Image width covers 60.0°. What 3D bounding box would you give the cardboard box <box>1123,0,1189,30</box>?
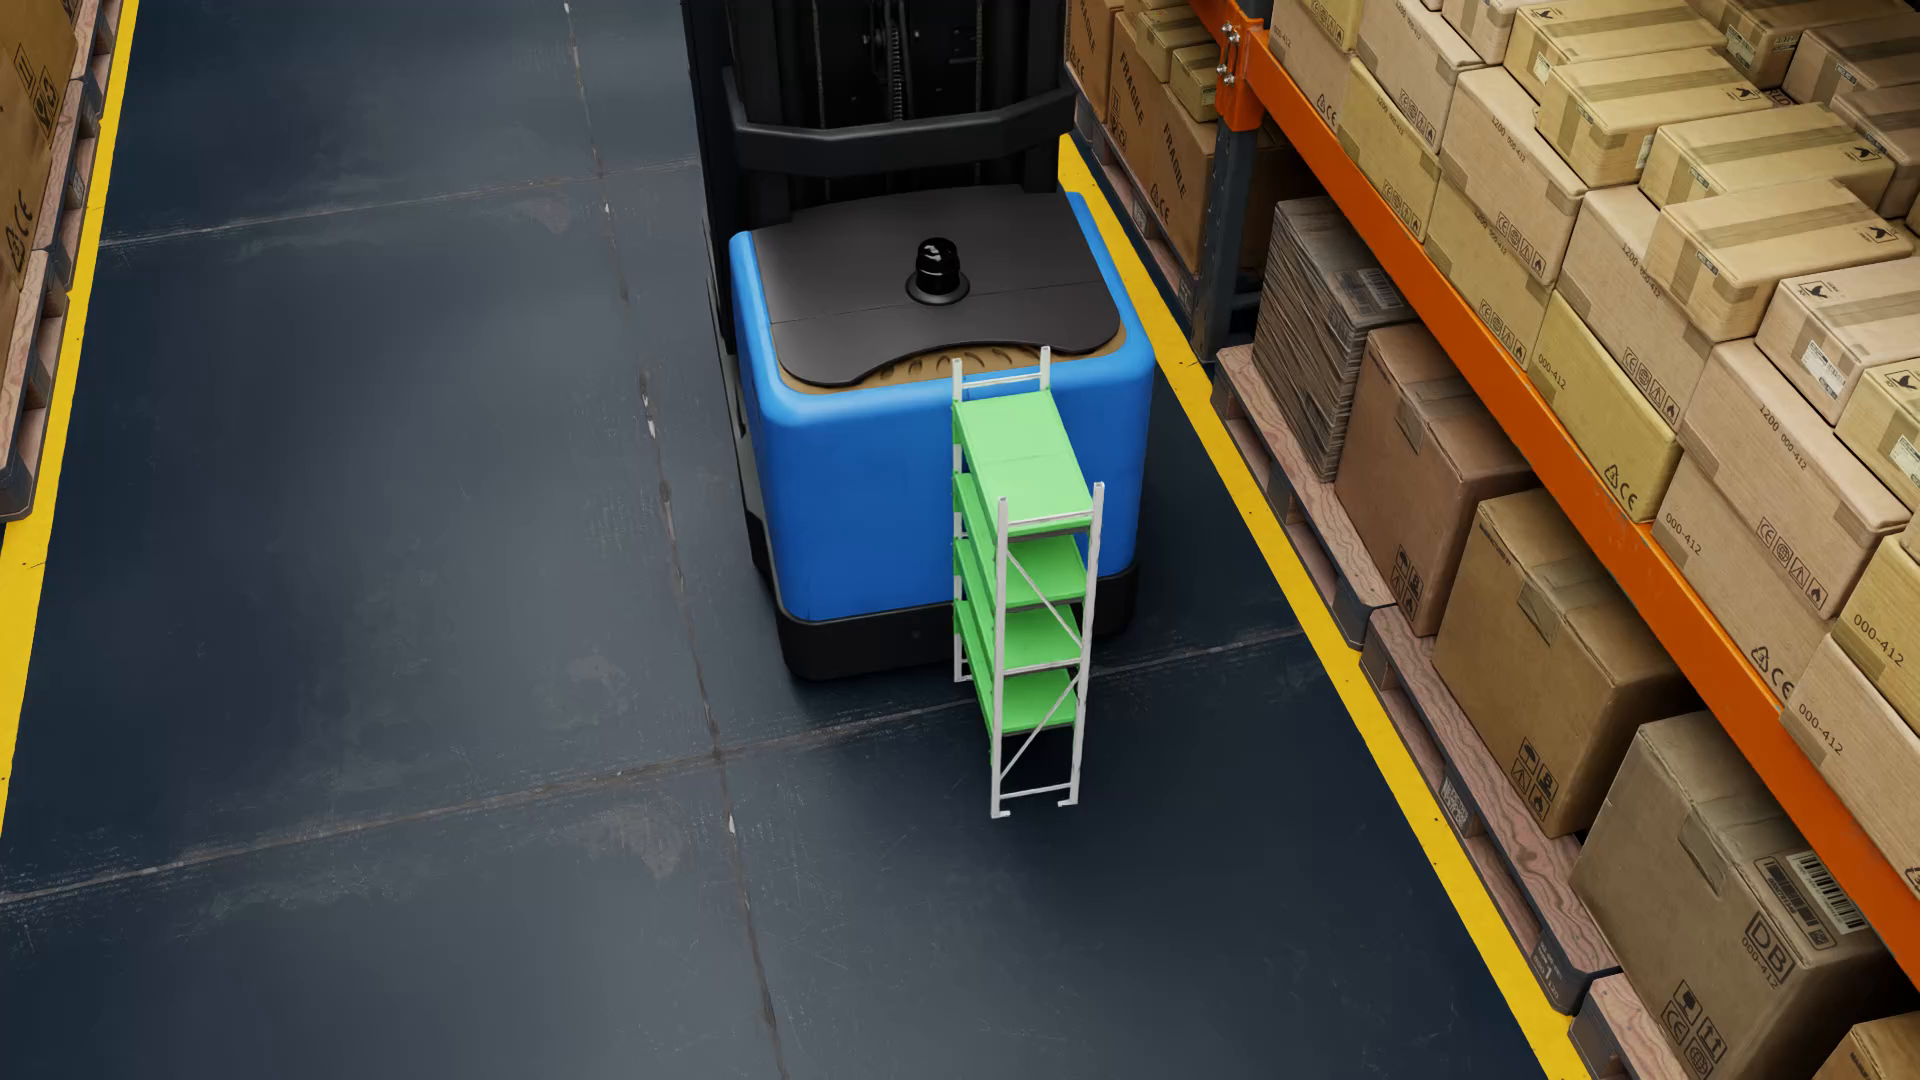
[{"bbox_3d":[0.822,-1.960,6.073,0.380,0.149,0.250,-12,47,-12],"label":"cardboard box"}]

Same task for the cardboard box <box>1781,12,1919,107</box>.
[{"bbox_3d":[2.045,-1.010,3.615,0.380,0.149,0.250,-11,47,-11],"label":"cardboard box"}]

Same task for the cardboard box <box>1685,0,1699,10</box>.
[{"bbox_3d":[1.909,-1.362,3.960,0.380,0.149,0.250,-12,47,-11],"label":"cardboard box"}]

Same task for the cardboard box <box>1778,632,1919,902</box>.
[{"bbox_3d":[1.826,0.374,2.888,0.500,0.250,0.500,-11,47,-11],"label":"cardboard box"}]

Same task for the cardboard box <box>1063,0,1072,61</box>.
[{"bbox_3d":[0.596,-2.382,6.941,0.500,0.500,0.500,-12,47,-12],"label":"cardboard box"}]

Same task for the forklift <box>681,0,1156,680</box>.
[{"bbox_3d":[-0.290,-1.696,4.859,1.130,2.935,3.031,-9,46,-8],"label":"forklift"}]

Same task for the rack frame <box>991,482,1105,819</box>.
[{"bbox_3d":[0.202,0.314,4.103,0.240,1.200,0.015,-9,46,-8],"label":"rack frame"}]

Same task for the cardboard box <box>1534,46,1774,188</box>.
[{"bbox_3d":[1.455,-0.893,3.501,0.380,0.149,0.250,-10,46,-9],"label":"cardboard box"}]

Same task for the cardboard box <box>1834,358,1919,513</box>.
[{"bbox_3d":[1.742,-0.193,2.815,0.380,0.149,0.250,-12,47,-11],"label":"cardboard box"}]

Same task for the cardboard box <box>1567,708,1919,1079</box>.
[{"bbox_3d":[2.006,0.756,3.777,0.875,0.625,0.625,-11,47,-11],"label":"cardboard box"}]

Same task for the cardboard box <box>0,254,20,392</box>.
[{"bbox_3d":[-3.576,-0.779,5.107,0.875,0.875,0.875,-11,47,-11],"label":"cardboard box"}]

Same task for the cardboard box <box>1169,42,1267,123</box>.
[{"bbox_3d":[0.946,-1.588,5.708,0.380,0.149,0.250,-13,47,-12],"label":"cardboard box"}]

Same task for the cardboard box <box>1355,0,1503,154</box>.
[{"bbox_3d":[1.322,-1.220,4.100,0.500,0.250,0.500,-9,46,-9],"label":"cardboard box"}]

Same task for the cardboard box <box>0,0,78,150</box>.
[{"bbox_3d":[-4.029,-2.013,6.316,0.875,0.875,0.875,-9,46,-9],"label":"cardboard box"}]

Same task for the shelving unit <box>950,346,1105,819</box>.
[{"bbox_3d":[0.151,0.143,4.270,0.258,1.200,0.503,-9,46,-8],"label":"shelving unit"}]

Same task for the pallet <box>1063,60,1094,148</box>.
[{"bbox_3d":[0.854,-2.181,7.240,1.003,0.211,1.213,-11,47,-10],"label":"pallet"}]

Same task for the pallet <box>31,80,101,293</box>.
[{"bbox_3d":[-3.917,-1.307,6.383,1.003,0.211,1.213,-11,47,-10],"label":"pallet"}]

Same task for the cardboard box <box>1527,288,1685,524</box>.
[{"bbox_3d":[1.589,-0.330,3.578,0.500,0.250,0.500,-9,46,-9],"label":"cardboard box"}]

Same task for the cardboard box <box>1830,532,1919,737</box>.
[{"bbox_3d":[1.830,0.199,2.710,0.500,0.250,0.500,-12,47,-11],"label":"cardboard box"}]

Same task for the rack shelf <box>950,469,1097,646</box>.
[{"bbox_3d":[0.151,0.020,4.144,0.258,0.148,0.480,-9,46,-8],"label":"rack shelf"}]

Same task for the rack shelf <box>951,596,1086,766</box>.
[{"bbox_3d":[0.151,0.356,4.487,0.258,0.148,0.480,-9,46,-8],"label":"rack shelf"}]

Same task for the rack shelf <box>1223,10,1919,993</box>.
[{"bbox_3d":[1.830,-0.161,3.812,1.077,0.370,4.000,-11,47,-10],"label":"rack shelf"}]

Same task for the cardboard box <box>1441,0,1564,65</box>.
[{"bbox_3d":[1.354,-1.247,3.848,0.380,0.149,0.250,-10,46,-10],"label":"cardboard box"}]

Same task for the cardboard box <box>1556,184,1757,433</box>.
[{"bbox_3d":[1.594,-0.507,3.401,0.500,0.250,0.500,-10,46,-10],"label":"cardboard box"}]

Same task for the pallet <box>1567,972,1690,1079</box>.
[{"bbox_3d":[2.115,1.442,3.689,1.003,0.211,1.213,-11,47,-10],"label":"pallet"}]

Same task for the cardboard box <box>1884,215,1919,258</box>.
[{"bbox_3d":[2.081,-0.609,3.502,0.500,0.250,0.500,-12,47,-11],"label":"cardboard box"}]

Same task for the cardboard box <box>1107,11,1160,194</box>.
[{"bbox_3d":[0.884,-1.666,6.239,0.500,0.500,0.500,-11,47,-11],"label":"cardboard box"}]

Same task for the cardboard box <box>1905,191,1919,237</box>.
[{"bbox_3d":[2.114,-0.637,3.250,0.380,0.149,0.250,-10,46,-10],"label":"cardboard box"}]

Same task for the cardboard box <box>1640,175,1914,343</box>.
[{"bbox_3d":[1.541,-0.535,3.150,0.380,0.149,0.250,-12,47,-11],"label":"cardboard box"}]

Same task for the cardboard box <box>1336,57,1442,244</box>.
[{"bbox_3d":[1.319,-1.042,4.276,0.500,0.250,0.500,-12,47,-11],"label":"cardboard box"}]

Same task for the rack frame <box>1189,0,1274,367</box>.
[{"bbox_3d":[1.318,-1.794,4.908,1.000,3.000,0.127,-11,47,-10],"label":"rack frame"}]

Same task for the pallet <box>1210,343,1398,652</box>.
[{"bbox_3d":[1.491,-0.243,5.340,1.003,0.211,1.213,-11,47,-10],"label":"pallet"}]

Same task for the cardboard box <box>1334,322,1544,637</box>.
[{"bbox_3d":[1.639,-0.227,4.741,0.875,0.625,0.625,-9,46,-9],"label":"cardboard box"}]
